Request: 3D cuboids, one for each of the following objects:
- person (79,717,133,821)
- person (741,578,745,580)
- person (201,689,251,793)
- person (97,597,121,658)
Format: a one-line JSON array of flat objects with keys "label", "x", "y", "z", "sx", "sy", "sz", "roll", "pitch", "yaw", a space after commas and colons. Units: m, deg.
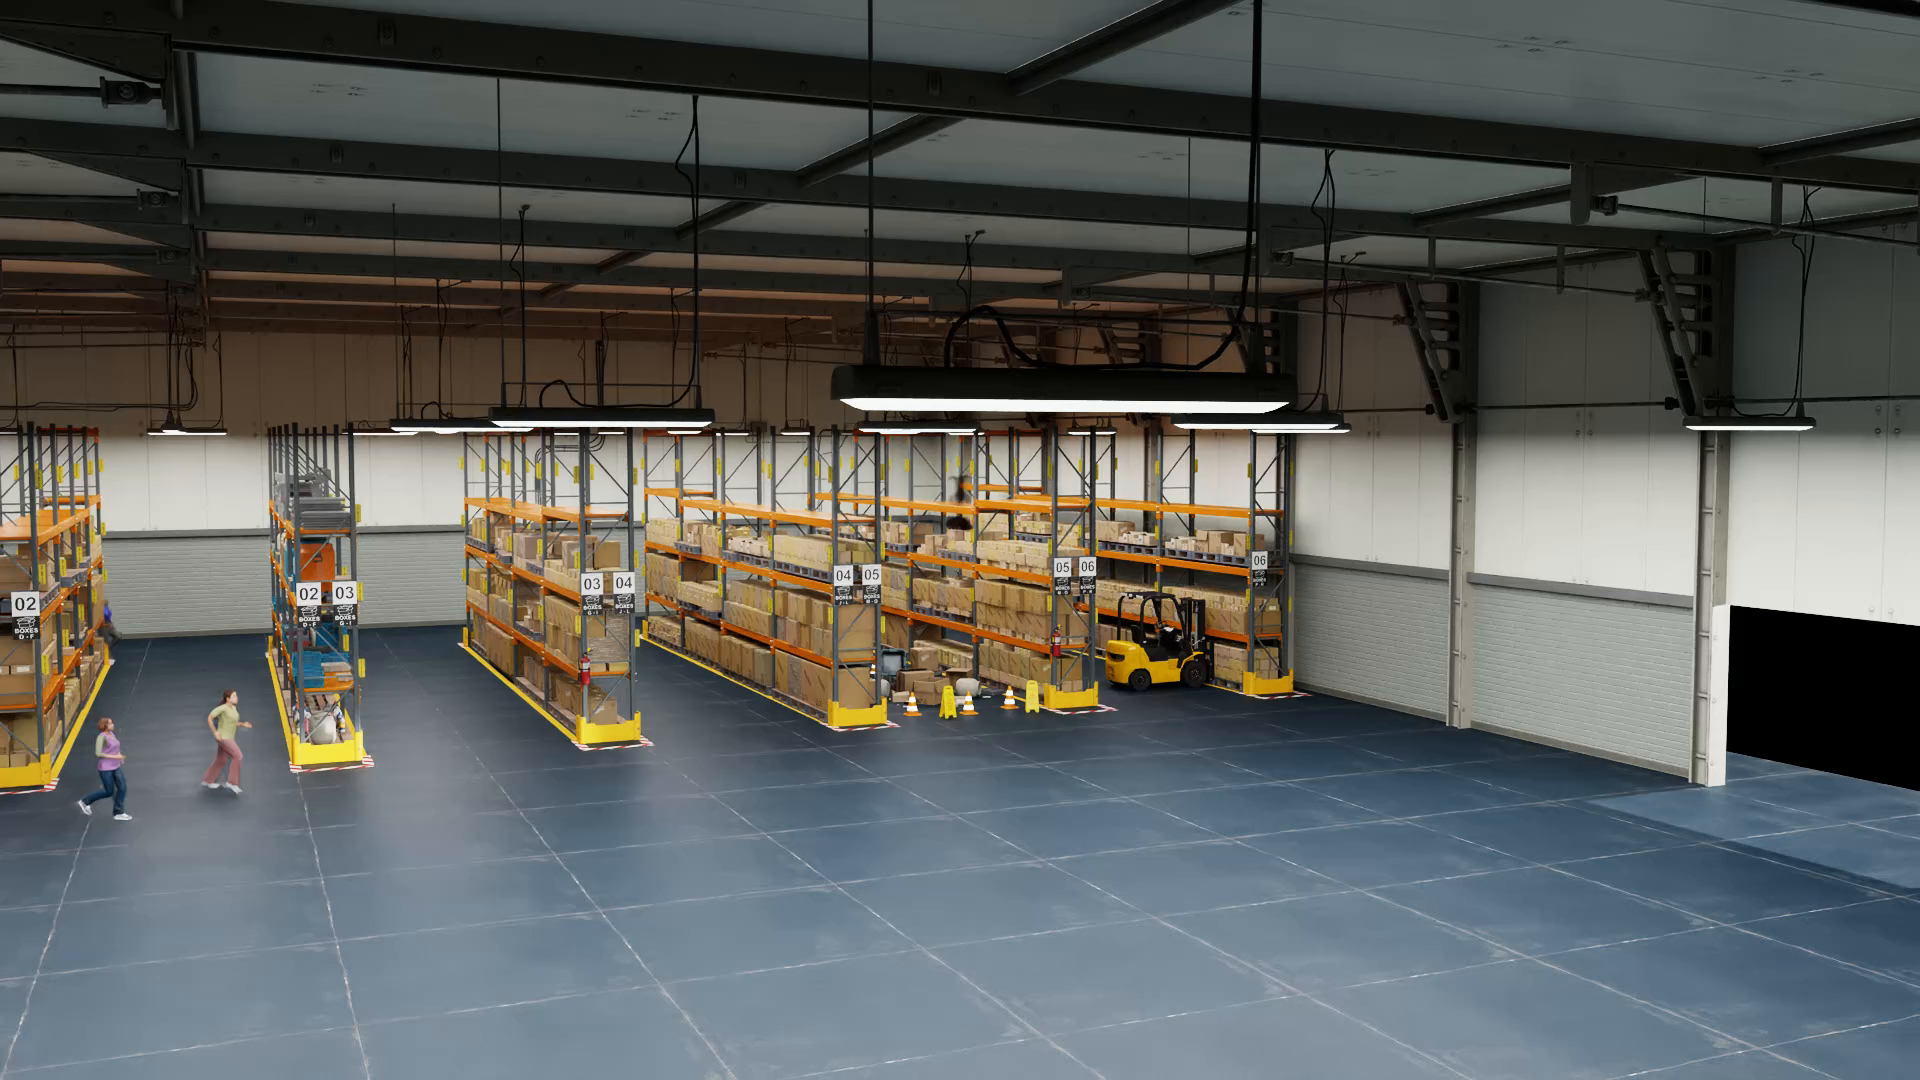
[{"label": "person", "x": -12.770, "y": 3.422, "z": 24.863, "sx": 0.739, "sy": 1.568, "sz": 0.548, "roll": 0, "pitch": 3, "yaw": -2}, {"label": "person", "x": -6.092, "y": 1.992, "z": 46.921, "sx": 0.611, "sy": 1.830, "sz": 1.006, "roll": -1, "pitch": 4, "yaw": -22}, {"label": "person", "x": -11.911, "y": 3.266, "z": 26.934, "sx": 0.821, "sy": 1.710, "sz": 0.514, "roll": 0, "pitch": 4, "yaw": -6}, {"label": "person", "x": -22.121, "y": 2.274, "z": 43.112, "sx": 0.594, "sy": 1.620, "sz": 0.592, "roll": 0, "pitch": 3, "yaw": -3}]
